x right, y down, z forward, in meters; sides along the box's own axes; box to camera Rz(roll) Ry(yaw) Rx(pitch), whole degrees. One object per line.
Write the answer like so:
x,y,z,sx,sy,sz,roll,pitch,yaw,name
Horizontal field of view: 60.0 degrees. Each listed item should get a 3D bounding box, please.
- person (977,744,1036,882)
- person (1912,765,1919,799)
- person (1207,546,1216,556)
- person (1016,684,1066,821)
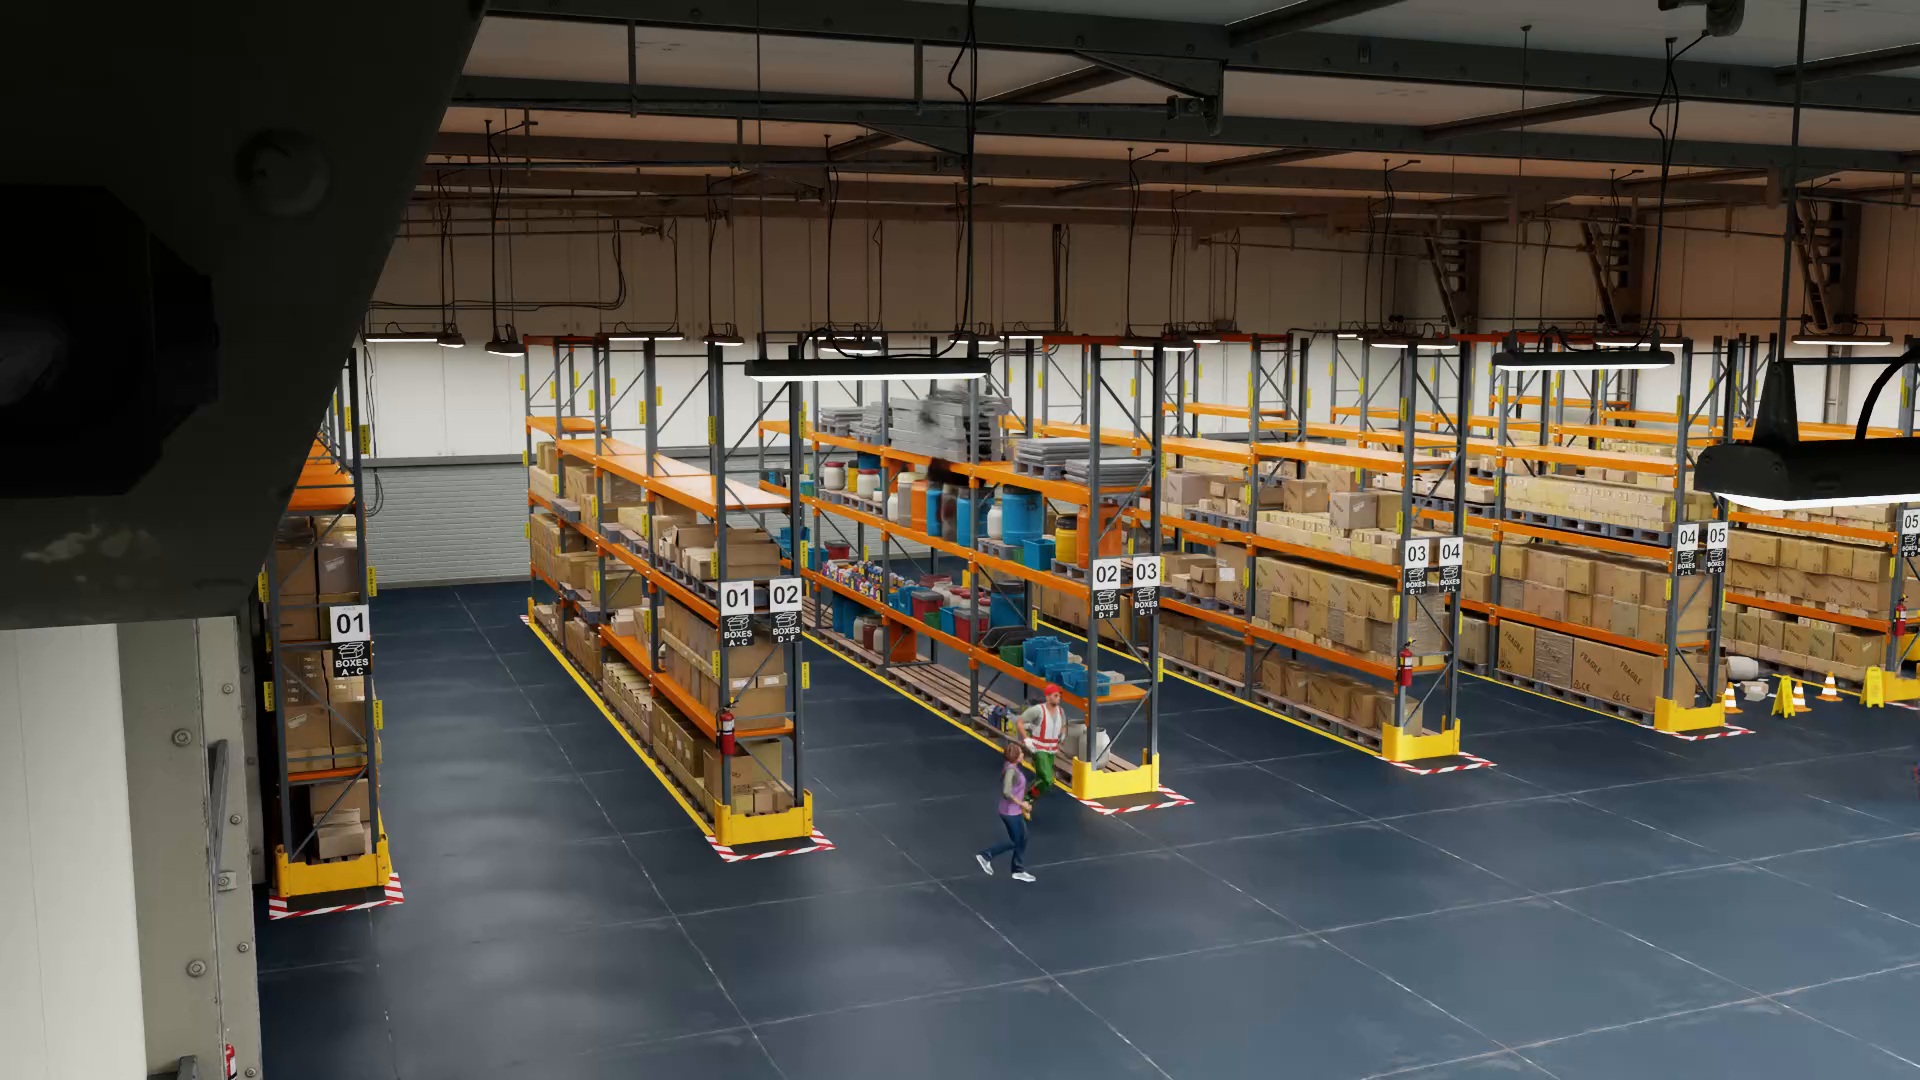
0.526,3.075,18.779,0.668,1.594,0.566,0,8,4,person
12.912,2.651,21.876,0.615,1.609,0.624,4,8,25,person
6.440,-0.116,42.139,0.931,1.700,0.585,-4,8,-26,person
1.058,2.673,21.119,0.722,1.707,0.631,-7,10,-42,person
